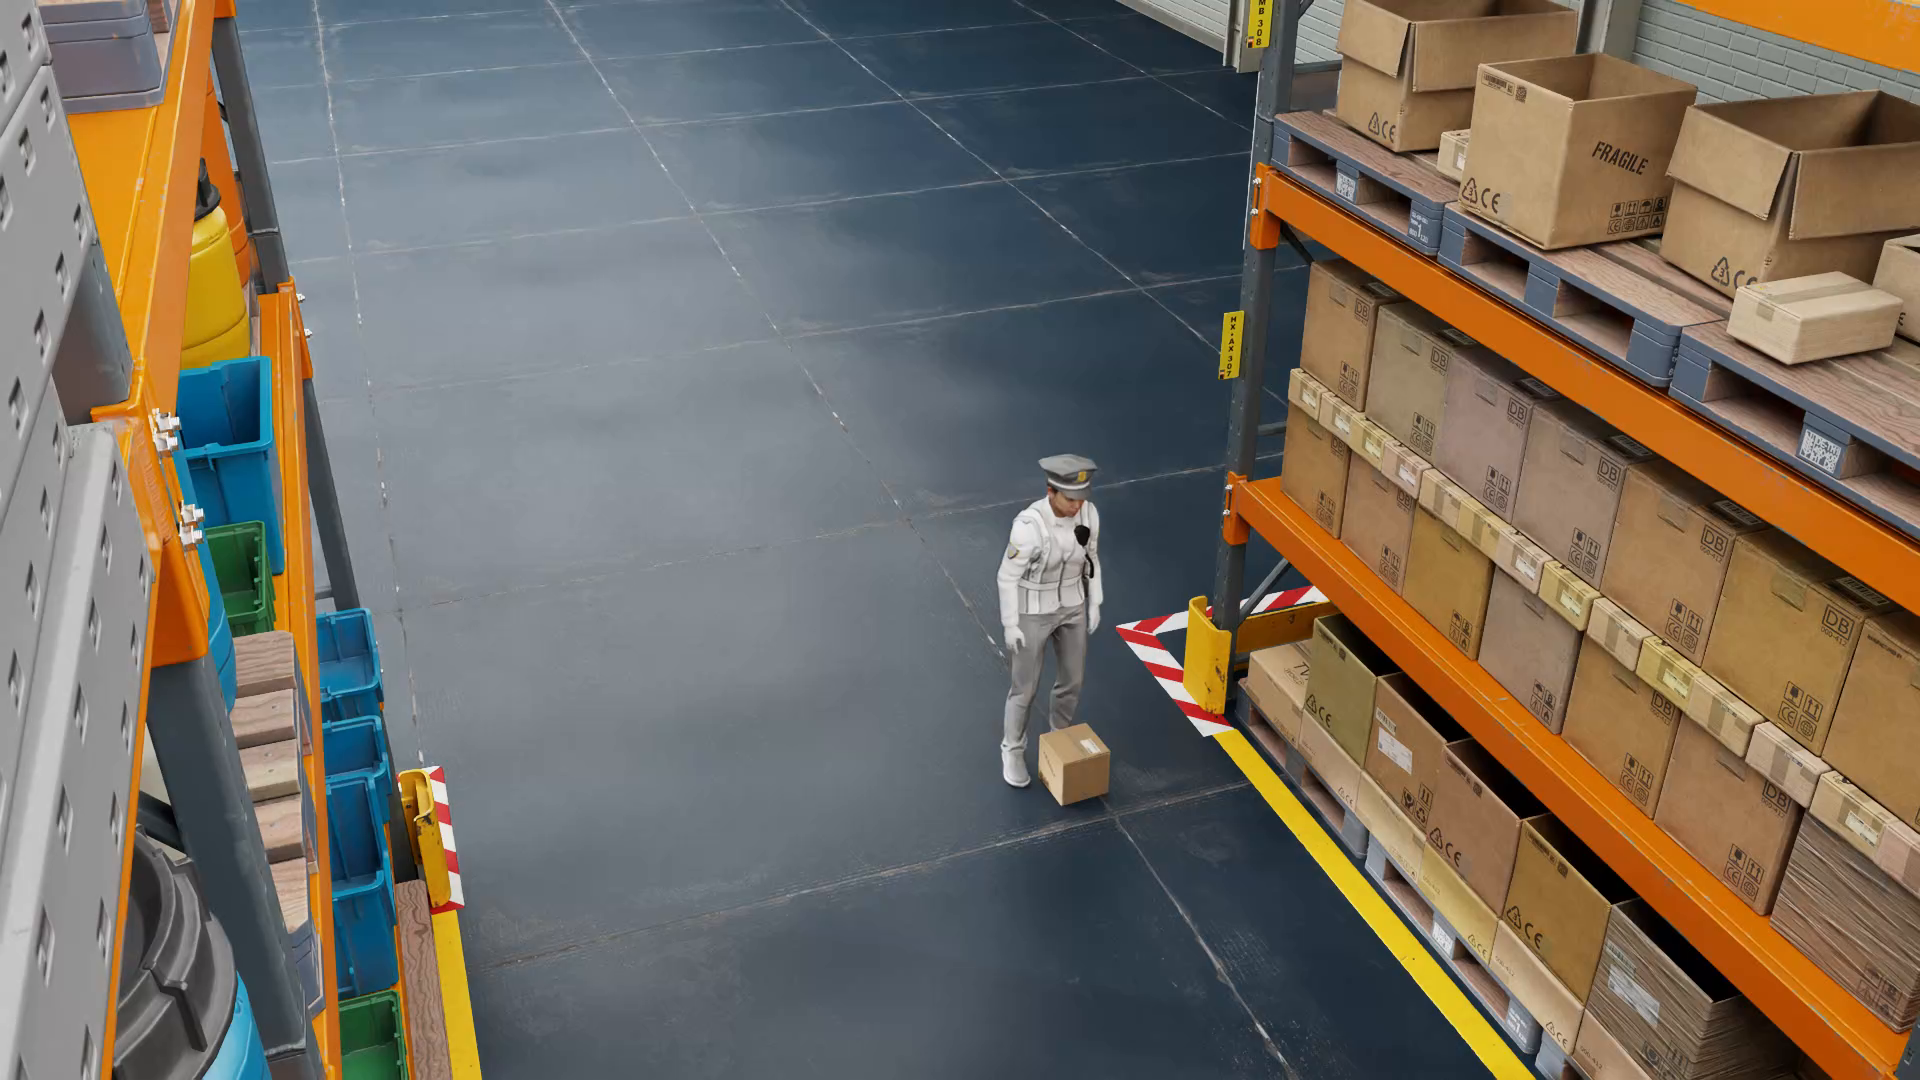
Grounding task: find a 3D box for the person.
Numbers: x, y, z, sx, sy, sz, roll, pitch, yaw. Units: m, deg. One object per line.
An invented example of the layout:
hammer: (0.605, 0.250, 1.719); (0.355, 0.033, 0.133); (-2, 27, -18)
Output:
person: (0.426, 0.347, 7.734); (0.539, 1.662, 0.373); (-14, 33, -22)
